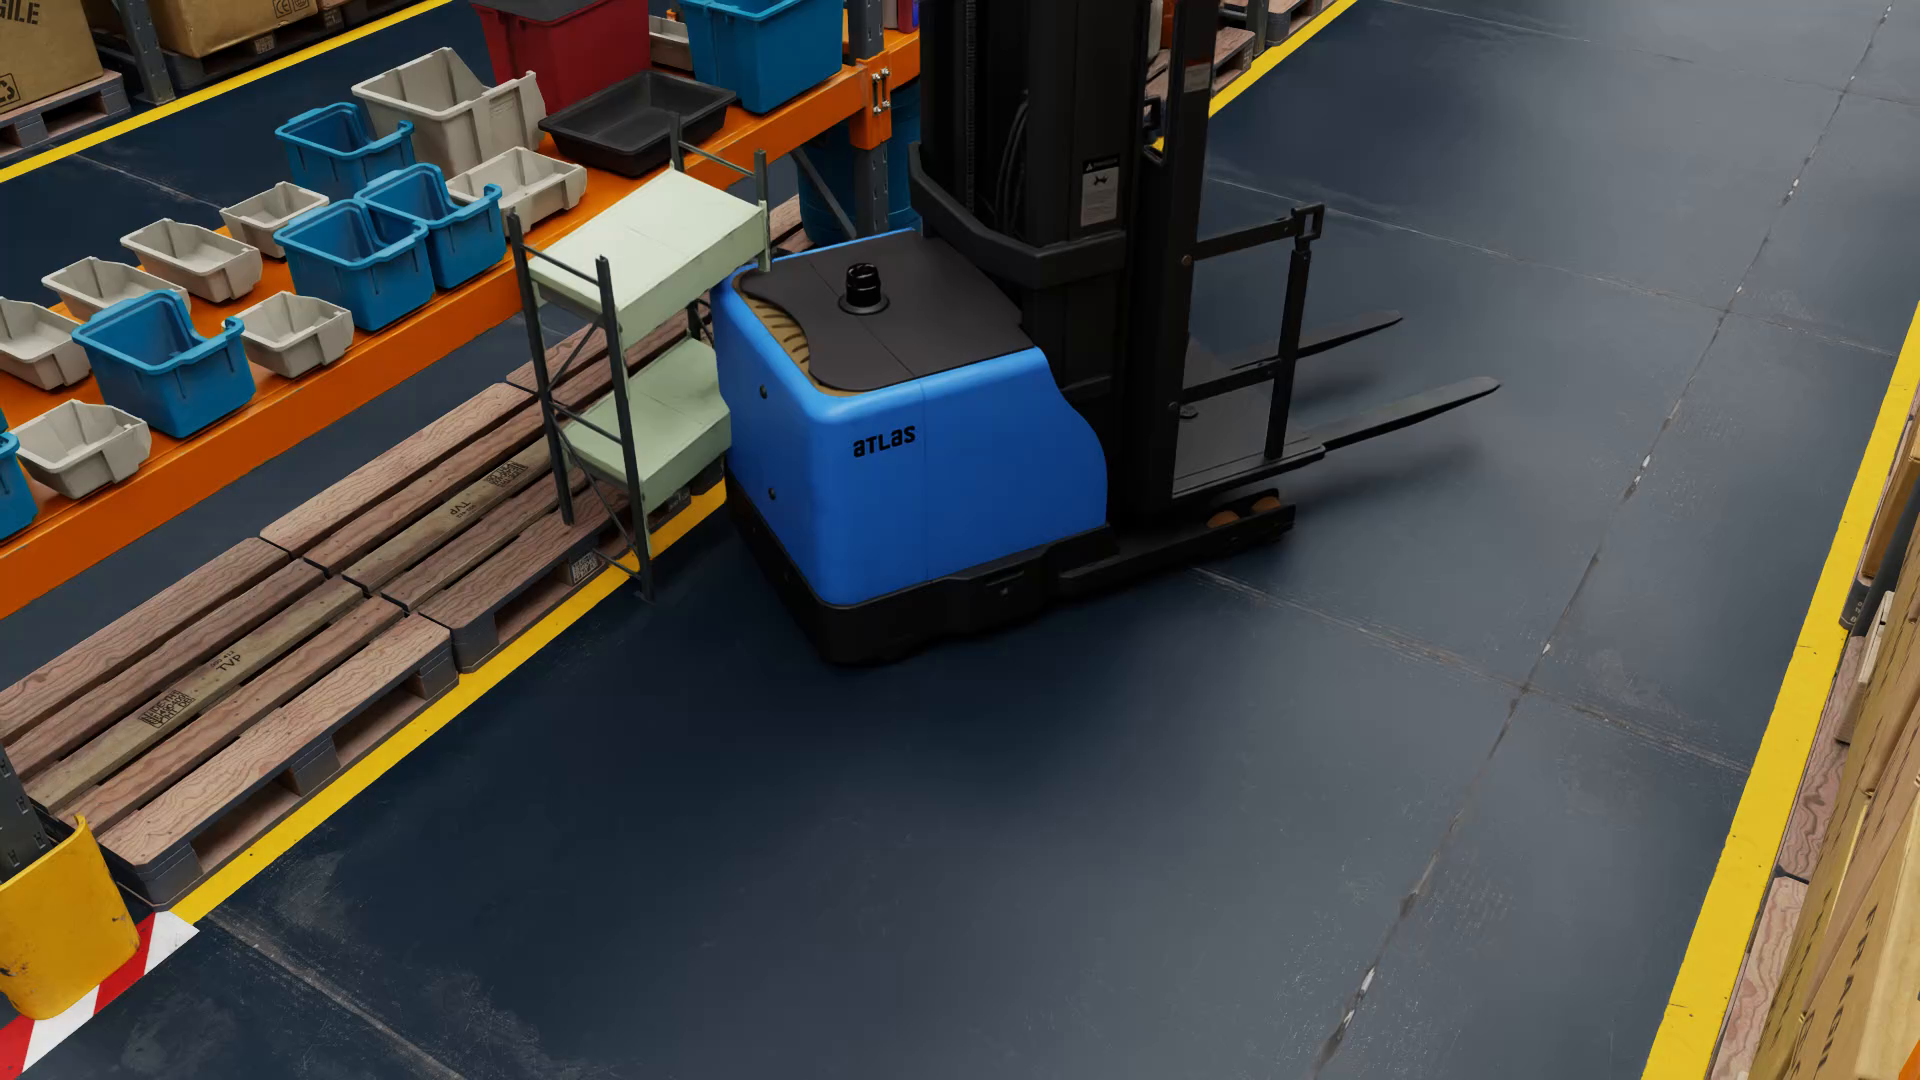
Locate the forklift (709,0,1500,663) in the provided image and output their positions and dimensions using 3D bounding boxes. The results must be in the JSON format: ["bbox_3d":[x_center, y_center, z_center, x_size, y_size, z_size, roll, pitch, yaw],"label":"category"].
[{"bbox_3d":[0.679,-1.372,5.629,3.031,2.935,1.130,-17,41,-21],"label":"forklift"}]

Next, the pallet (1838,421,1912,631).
[{"bbox_3d":[3.830,0.077,5.977,1.003,0.211,1.213,21,42,25],"label":"pallet"}]

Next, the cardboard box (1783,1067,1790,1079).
[{"bbox_3d":[1.293,1.107,2.275,0.500,0.500,0.500,23,43,26],"label":"cardboard box"}]

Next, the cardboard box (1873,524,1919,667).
[{"bbox_3d":[2.382,0.061,3.632,0.500,0.500,0.500,21,42,25],"label":"cardboard box"}]

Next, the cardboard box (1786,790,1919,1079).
[{"bbox_3d":[1.290,0.712,1.969,0.500,0.500,0.500,21,42,25],"label":"cardboard box"}]

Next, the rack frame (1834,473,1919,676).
[{"bbox_3d":[3.426,-0.595,4.565,1.000,3.000,0.127,21,42,25],"label":"rack frame"}]

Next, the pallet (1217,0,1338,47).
[{"bbox_3d":[1.837,-3.562,10.698,1.003,0.211,1.213,21,42,25],"label":"pallet"}]

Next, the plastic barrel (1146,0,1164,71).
[{"bbox_3d":[0.914,-2.882,9.226,0.421,0.512,0.421,0,38,0],"label":"plastic barrel"}]

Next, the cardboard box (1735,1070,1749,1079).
[{"bbox_3d":[1.901,1.541,3.686,0.500,0.250,0.500,21,42,25],"label":"cardboard box"}]

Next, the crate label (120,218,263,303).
[{"bbox_3d":[-2.317,-0.851,5.063,0.396,0.136,0.243,21,42,25],"label":"crate label"}]

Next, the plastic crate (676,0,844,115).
[{"bbox_3d":[-0.716,-1.883,6.199,0.392,0.384,0.575,21,42,25],"label":"plastic crate"}]

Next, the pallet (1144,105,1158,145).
[{"bbox_3d":[0.347,-2.129,8.838,1.003,0.211,1.213,21,42,25],"label":"pallet"}]

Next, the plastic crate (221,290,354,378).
[{"bbox_3d":[-1.882,-0.582,4.715,0.250,0.136,0.298,21,42,25],"label":"plastic crate"}]

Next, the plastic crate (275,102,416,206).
[{"bbox_3d":[-2.013,-1.255,5.510,0.416,0.233,0.300,21,42,25],"label":"plastic crate"}]

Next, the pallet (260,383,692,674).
[{"bbox_3d":[-1.768,-0.090,6.194,1.003,0.211,1.213,21,42,25],"label":"pallet"}]

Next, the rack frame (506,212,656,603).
[{"bbox_3d":[-1.236,-0.382,5.512,0.400,1.500,0.023,27,50,22],"label":"rack frame"}]

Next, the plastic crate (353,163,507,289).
[{"bbox_3d":[-1.621,-0.966,5.134,0.416,0.233,0.300,21,42,25],"label":"plastic crate"}]

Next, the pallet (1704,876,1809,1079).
[{"bbox_3d":[2.405,1.494,4.139,1.003,0.211,1.213,21,42,25],"label":"pallet"}]

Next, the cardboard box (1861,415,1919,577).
[{"bbox_3d":[3.449,-0.128,5.646,0.500,0.500,0.500,21,42,25],"label":"cardboard box"}]

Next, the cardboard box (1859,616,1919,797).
[{"bbox_3d":[1.833,0.182,2.656,0.500,0.500,0.500,22,43,26],"label":"cardboard box"}]

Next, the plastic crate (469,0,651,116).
[{"bbox_3d":[-1.444,-1.888,6.141,0.402,0.464,0.583,21,42,25],"label":"plastic crate"}]

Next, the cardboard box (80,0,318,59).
[{"bbox_3d":[-4.610,-3.499,9.728,1.225,0.875,0.875,21,42,25],"label":"cardboard box"}]

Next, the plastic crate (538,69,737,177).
[{"bbox_3d":[-1.127,-1.467,5.873,0.437,0.125,0.590,21,42,25],"label":"plastic crate"}]

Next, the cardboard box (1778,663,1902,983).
[{"bbox_3d":[1.840,0.583,2.955,0.500,0.500,0.500,22,43,25],"label":"cardboard box"}]

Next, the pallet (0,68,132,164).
[{"bbox_3d":[-5.410,-2.367,9.147,1.003,0.211,1.213,21,42,25],"label":"pallet"}]

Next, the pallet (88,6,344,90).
[{"bbox_3d":[-4.587,-3.156,10.171,1.003,0.211,1.213,21,42,25],"label":"pallet"}]

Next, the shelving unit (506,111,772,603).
[{"bbox_3d":[-1.029,-0.591,5.729,0.431,1.500,0.755,27,50,22],"label":"shelving unit"}]

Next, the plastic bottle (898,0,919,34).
[{"bbox_3d":[-0.198,-2.221,6.769,0.061,0.283,0.133,21,42,25],"label":"plastic bottle"}]

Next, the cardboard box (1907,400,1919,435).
[{"bbox_3d":[3.990,-0.638,6.308,0.500,0.500,0.500,22,43,26],"label":"cardboard box"}]

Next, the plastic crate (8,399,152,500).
[{"bbox_3d":[-2.245,-0.233,4.262,0.250,0.136,0.298,21,42,25],"label":"plastic crate"}]

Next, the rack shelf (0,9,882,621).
[{"bbox_3d":[-1.826,-0.902,5.552,1.077,0.370,4.000,21,42,25],"label":"rack shelf"}]

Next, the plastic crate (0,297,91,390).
[{"bbox_3d":[-2.613,-0.554,4.679,0.396,0.136,0.243,21,42,25],"label":"plastic crate"}]

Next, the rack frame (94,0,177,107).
[{"bbox_3d":[-4.936,-3.838,8.771,1.000,3.000,0.127,21,42,25],"label":"rack frame"}]

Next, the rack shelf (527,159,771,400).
[{"bbox_3d":[-1.014,-0.865,5.452,0.431,0.370,0.720,27,50,22],"label":"rack shelf"}]

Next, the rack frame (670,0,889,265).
[{"bbox_3d":[-0.754,-2.217,6.670,1.000,3.000,0.127,21,42,25],"label":"rack frame"}]
